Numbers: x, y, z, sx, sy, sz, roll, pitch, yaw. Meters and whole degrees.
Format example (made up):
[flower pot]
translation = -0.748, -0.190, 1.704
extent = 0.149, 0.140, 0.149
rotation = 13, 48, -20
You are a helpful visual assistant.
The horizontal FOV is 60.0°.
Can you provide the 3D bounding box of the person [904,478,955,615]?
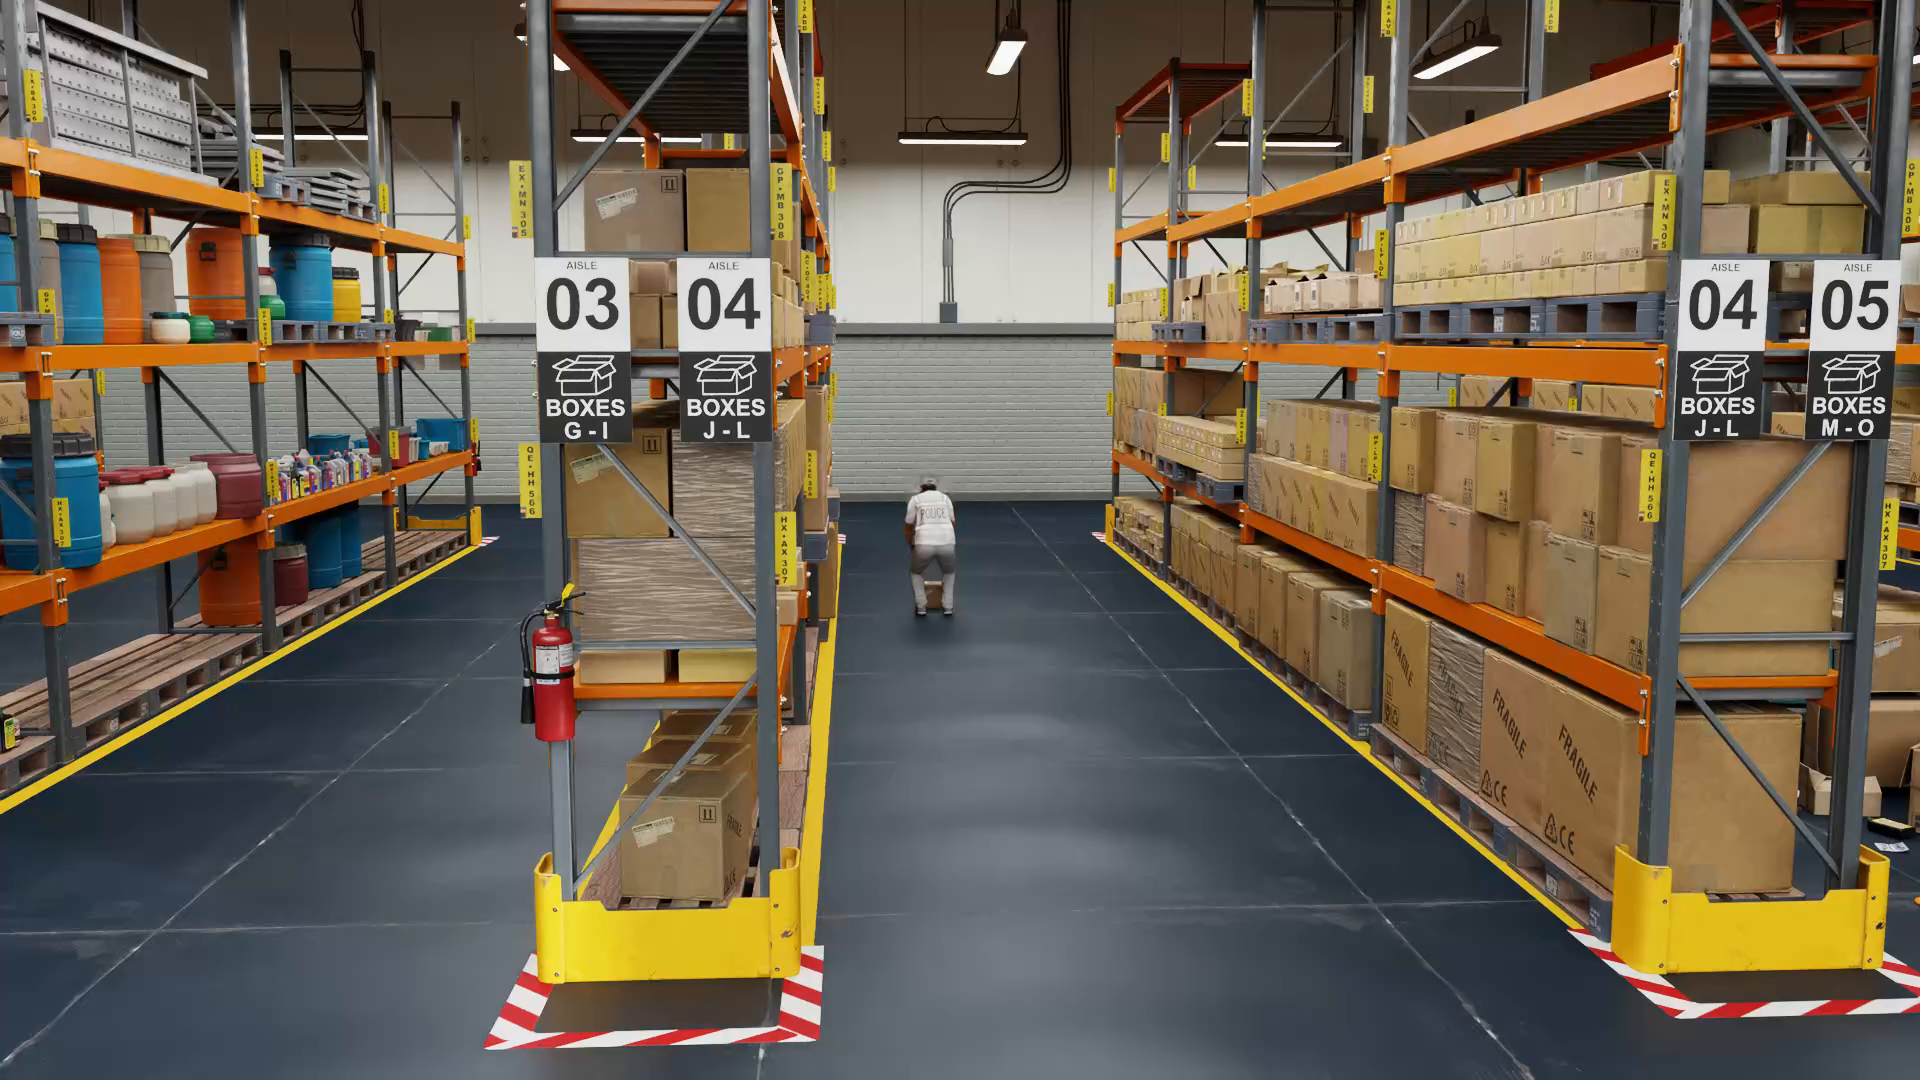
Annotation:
[person]
translation = -0.310, 0.071, 17.277
extent = 0.535, 1.406, 0.710
rotation = 0, 7, -3
